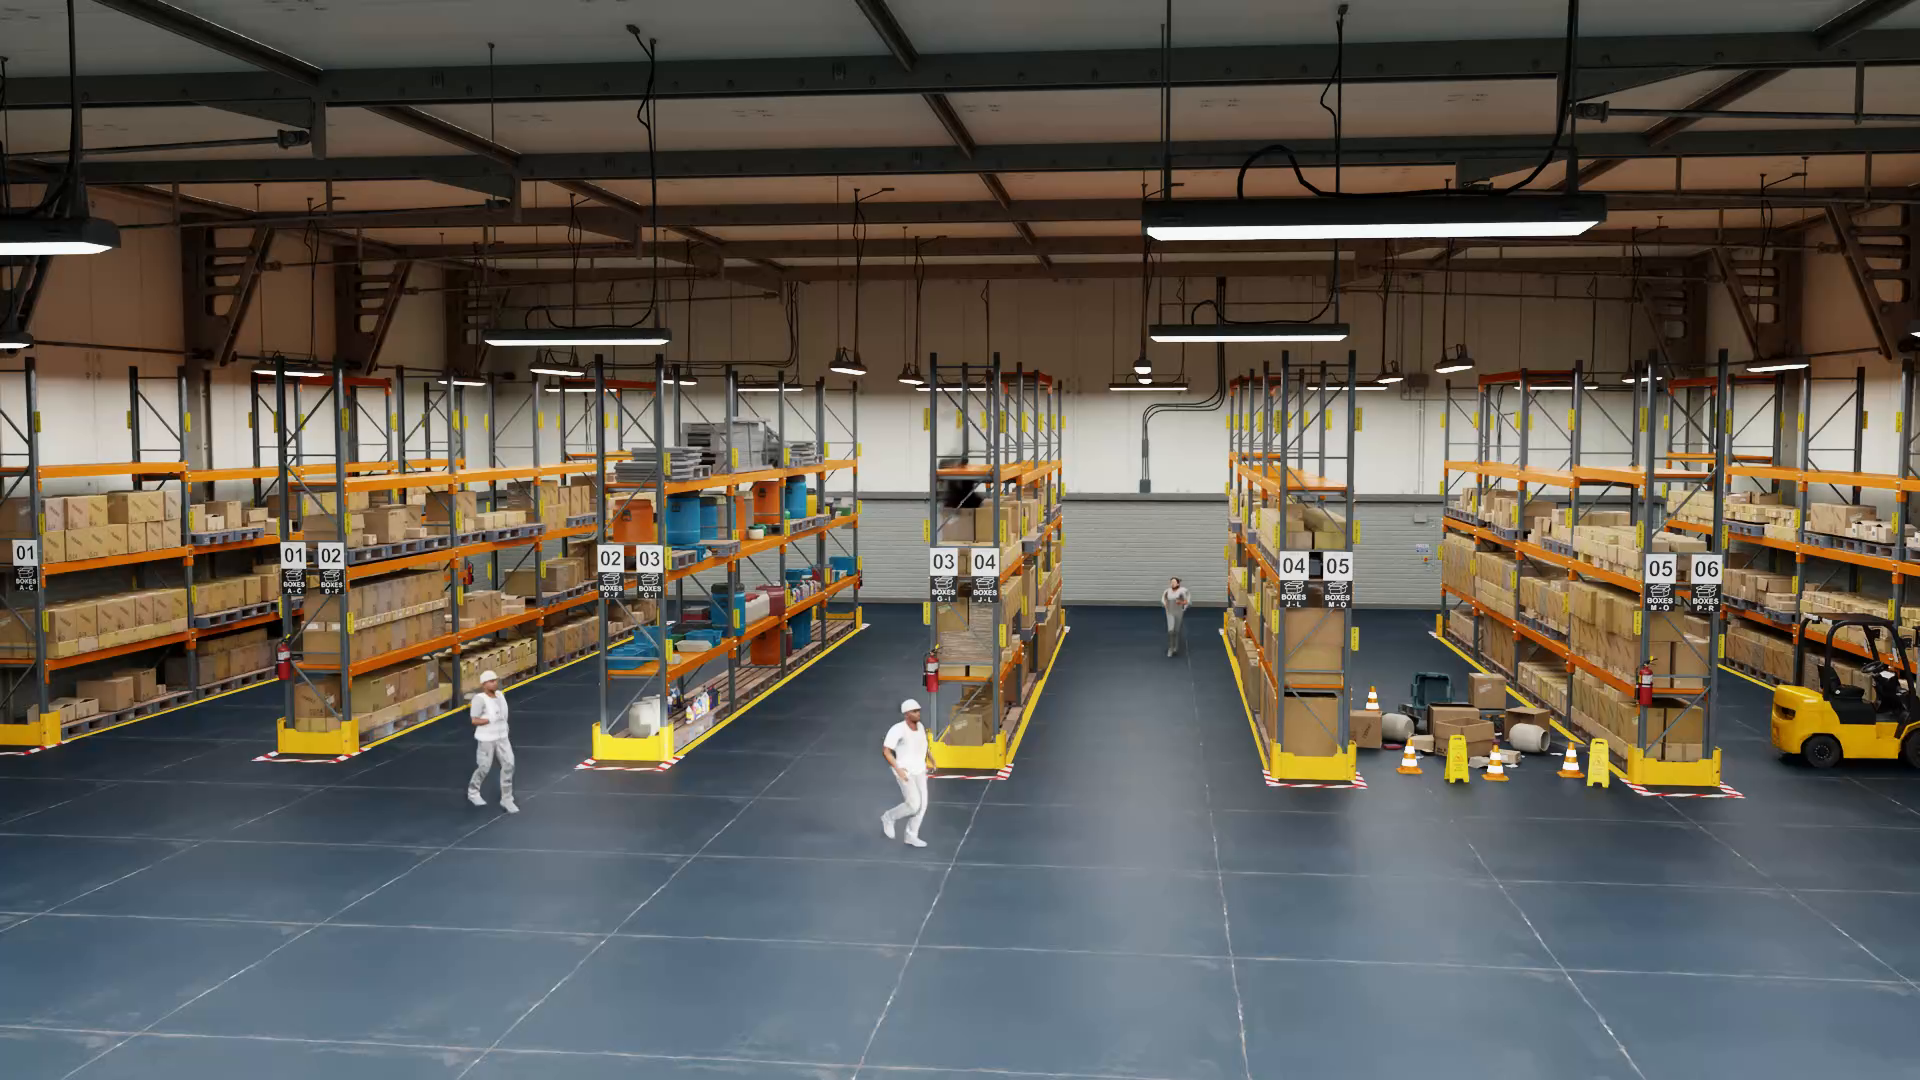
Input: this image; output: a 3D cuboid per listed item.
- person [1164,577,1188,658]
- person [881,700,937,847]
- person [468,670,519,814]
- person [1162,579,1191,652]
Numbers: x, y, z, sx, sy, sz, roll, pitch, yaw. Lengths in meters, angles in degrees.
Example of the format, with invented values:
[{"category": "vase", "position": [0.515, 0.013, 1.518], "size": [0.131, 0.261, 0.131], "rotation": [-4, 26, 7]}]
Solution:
[{"category": "person", "position": [4.635, 1.655, 35.714], "size": [0.539, 1.730, 0.762], "rotation": [1, 4, 12]}, {"category": "person", "position": [-0.625, 2.746, 19.741], "size": [0.578, 1.738, 0.720], "rotation": [3, 5, 37]}, {"category": "person", "position": [-6.034, 2.589, 21.375], "size": [0.775, 1.835, 0.664], "rotation": [3, 5, 33]}, {"category": "person", "position": [4.755, 1.630, 36.683], "size": [0.636, 1.632, 0.924], "rotation": [0, 4, 0]}]
